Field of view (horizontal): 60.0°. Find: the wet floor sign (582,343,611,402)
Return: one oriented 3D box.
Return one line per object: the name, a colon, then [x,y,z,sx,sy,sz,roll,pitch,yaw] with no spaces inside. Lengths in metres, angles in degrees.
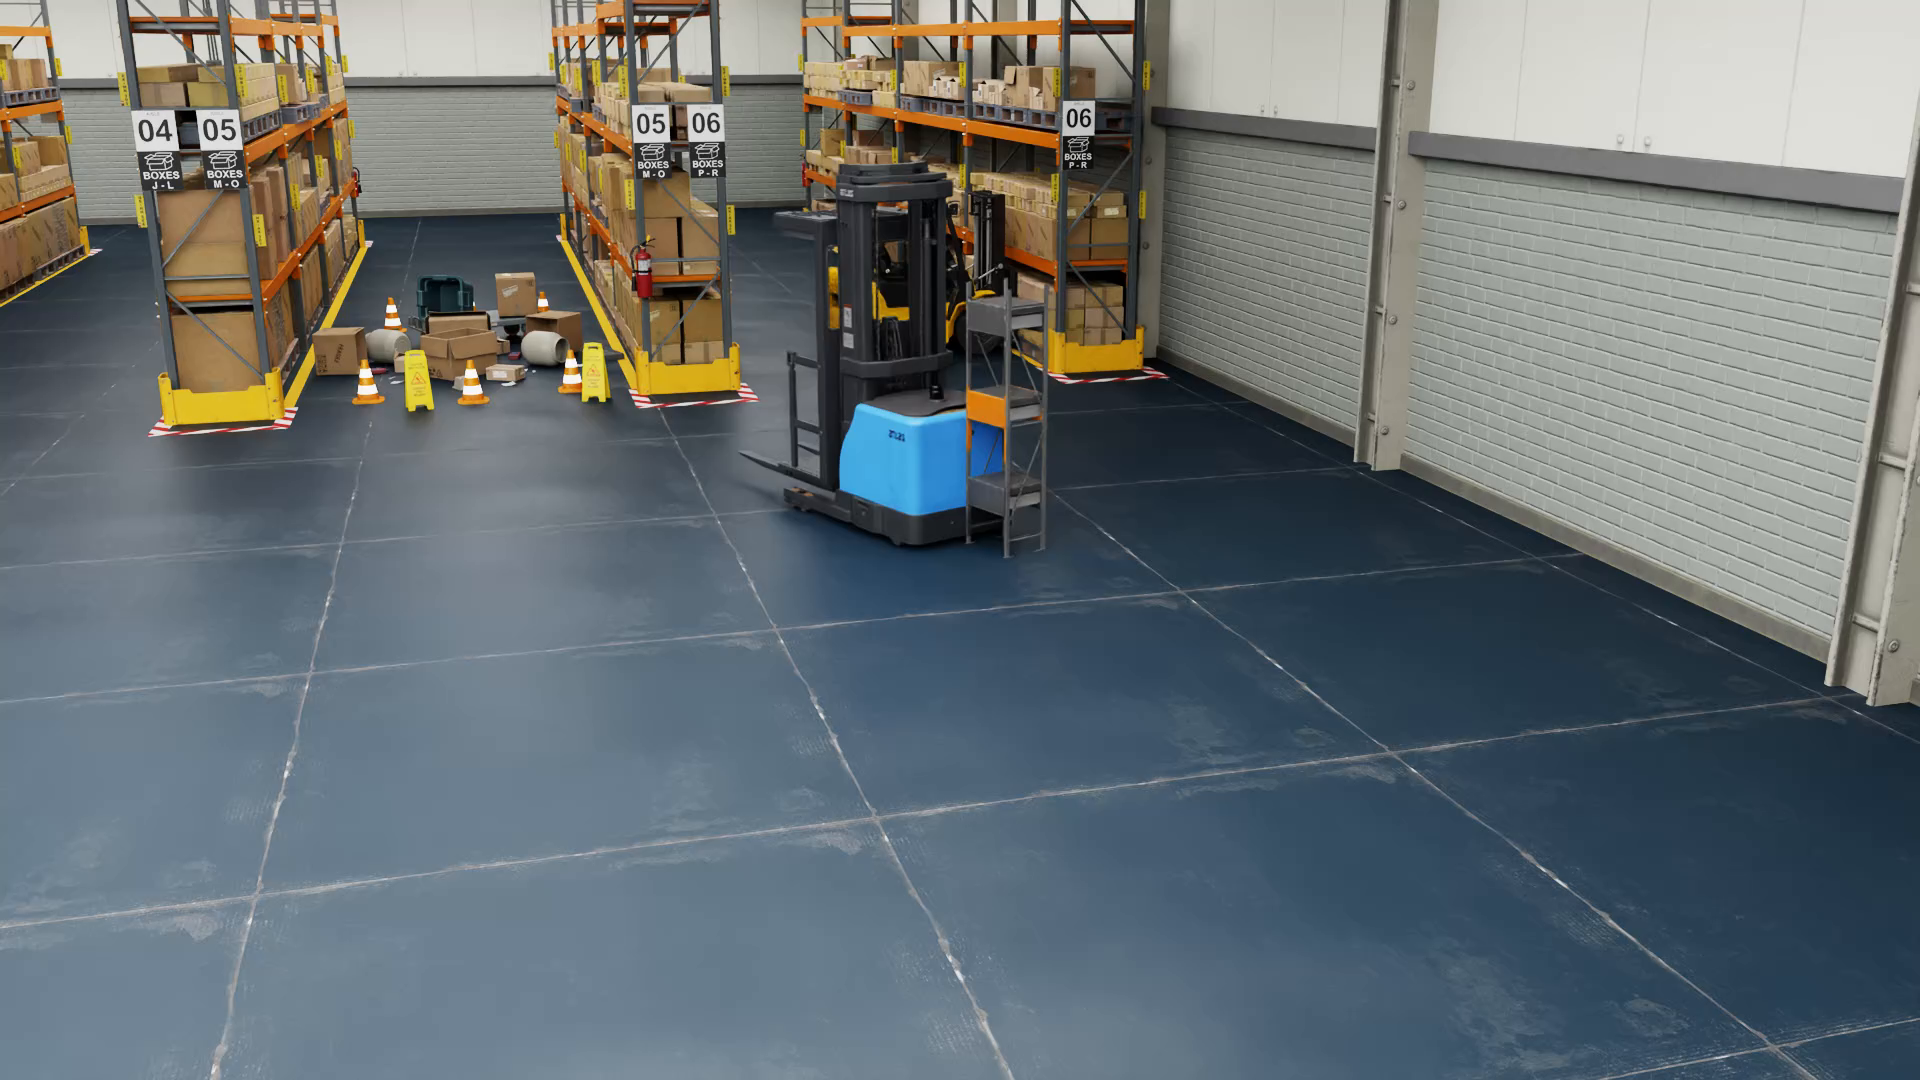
wet floor sign: [-4.091,-1.890,18.624,0.267,0.644,0.232,1,17,4]

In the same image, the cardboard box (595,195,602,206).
cardboard box: [-5.271,-5.106,24.944,0.380,0.149,0.250,-5,17,-15]

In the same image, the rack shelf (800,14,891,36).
rack shelf: [-2.191,-9.948,32.184,1.077,0.370,4.000,-5,17,-15]

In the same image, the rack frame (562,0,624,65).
rack frame: [-6.413,-9.348,28.929,1.000,3.000,0.127,-5,17,-15]

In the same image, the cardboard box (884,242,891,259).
cardboard box: [-0.992,-5.005,28.514,0.500,0.500,0.500,-5,17,-16]

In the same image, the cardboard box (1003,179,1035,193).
cardboard box: [0.790,-4.694,22.048,0.380,0.149,0.250,-5,17,-15]

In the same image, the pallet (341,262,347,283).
pallet: [-10.929,-4.504,28.081,1.003,0.211,1.213,-5,17,-15]

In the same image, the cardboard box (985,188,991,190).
cardboard box: [0.560,-4.689,22.547,0.380,0.149,0.250,-4,17,-14]

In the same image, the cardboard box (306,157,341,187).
cardboard box: [-11.038,-6.402,28.861,0.500,0.500,0.500,-5,17,-16]

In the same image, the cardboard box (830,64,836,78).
cardboard box: [-2.159,-8.875,31.443,0.500,0.250,0.500,-5,17,-16]

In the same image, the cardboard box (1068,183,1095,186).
cardboard box: [1.517,-4.527,21.491,0.380,0.149,0.250,-5,17,-17]

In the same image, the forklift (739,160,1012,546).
forklift: [-0.866,-1.719,14.080,1.130,2.935,3.031,-12,21,-36]

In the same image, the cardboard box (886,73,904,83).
cardboard box: [-1.013,-7.682,27.648,0.380,0.149,0.250,-5,18,-17]

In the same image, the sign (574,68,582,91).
sign: [-5.849,-7.049,25.453,0.100,0.325,0.005,-5,17,-15]

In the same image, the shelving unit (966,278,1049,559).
shelving unit: [0.361,-0.946,12.953,0.431,2.100,0.503,-12,21,-36]

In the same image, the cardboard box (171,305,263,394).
cardboard box: [-8.096,-2.102,18.198,0.875,0.875,0.875,-5,17,-15]

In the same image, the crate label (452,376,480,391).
crate label: [-5.723,-1.832,19.312,0.298,0.136,0.250,16,23,42]

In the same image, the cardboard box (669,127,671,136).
cardboard box: [-3.260,-4.870,19.673,0.380,0.149,0.250,-5,18,-17]

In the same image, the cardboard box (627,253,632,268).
cardboard box: [-3.749,-3.324,19.741,0.380,0.149,0.250,-4,17,-14]

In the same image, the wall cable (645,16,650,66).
wall cable: [-5.933,-12.292,38.665,2.988,3.039,0.133,-5,17,-15]

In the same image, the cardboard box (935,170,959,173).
cardboard box: [-0.208,-5.588,25.540,0.380,0.149,0.250,-5,17,-15]

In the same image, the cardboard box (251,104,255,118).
cardboard box: [-7.842,-4.631,17.974,0.380,0.149,0.250,-5,17,-15]

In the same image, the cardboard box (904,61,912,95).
cardboard box: [-0.577,-7.275,26.166,0.500,0.500,0.500,-5,17,-15]

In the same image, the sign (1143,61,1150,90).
sign: [2.192,-5.484,19.624,0.100,0.325,0.005,-5,17,-15]

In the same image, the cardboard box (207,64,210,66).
cardboard box: [-9.032,-5.521,19.552,0.380,0.149,0.250,-5,17,-16]

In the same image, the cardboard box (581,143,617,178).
cardboard box: [-5.707,-6.017,26.358,0.500,0.500,0.500,-5,17,-17]

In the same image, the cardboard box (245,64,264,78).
cardboard box: [-8.193,-5.364,19.029,0.380,0.149,0.250,-5,17,-16]

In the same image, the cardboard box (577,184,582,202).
cardboard box: [-6.148,-5.835,27.924,0.500,0.250,0.500,-5,17,-16]

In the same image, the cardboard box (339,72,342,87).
cardboard box: [-11.731,-8.517,30.770,0.500,0.250,0.500,-5,17,-17]

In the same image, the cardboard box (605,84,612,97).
cardboard box: [-4.231,-5.629,20.813,0.380,0.149,0.250,-5,17,-16]

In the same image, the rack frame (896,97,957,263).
rack frame: [-0.542,-5.761,27.418,1.000,3.000,0.127,-5,17,-15]

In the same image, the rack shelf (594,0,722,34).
rack shelf: [-3.665,-6.235,19.824,1.077,0.370,4.000,-5,17,-15]

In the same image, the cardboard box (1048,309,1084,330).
cardboard box: [1.222,-2.782,20.681,0.500,0.250,0.500,-5,17,-16]

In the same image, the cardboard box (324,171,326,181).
cardboard box: [-10.627,-5.967,27.292,0.380,0.149,0.250,-5,18,-17]

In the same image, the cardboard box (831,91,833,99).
cardboard box: [-2.262,-8.548,31.917,0.380,0.149,0.250,-4,17,-13]

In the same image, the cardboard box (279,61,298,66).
cardboard box: [-10.141,-7.144,25.301,0.396,0.266,0.258,-5,17,-15]

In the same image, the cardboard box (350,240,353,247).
cardboard box: [-11.474,-5.515,30.824,0.380,0.149,0.250,-4,17,-14]

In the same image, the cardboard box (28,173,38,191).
cardboard box: [-15.950,-6.050,28.123,0.500,0.250,0.500,-5,17,-16]

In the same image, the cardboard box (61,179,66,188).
cardboard box: [-16.485,-6.463,30.190,0.380,0.149,0.250,-5,17,-15]

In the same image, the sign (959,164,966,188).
sign: [0.038,-5.126,23.428,0.100,0.325,0.005,-5,17,-15]

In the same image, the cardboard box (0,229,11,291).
cardboard box: [-15.249,-4.208,25.209,1.225,0.875,0.875,-5,17,-15]

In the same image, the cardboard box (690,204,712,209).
cardboard box: [-3.265,-3.782,20.139,0.500,0.500,0.500,-5,17,-16]

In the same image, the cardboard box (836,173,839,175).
cardboard box: [-2.159,-6.956,31.832,0.380,0.149,0.250,-4,17,-14]

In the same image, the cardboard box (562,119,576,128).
cardboard box: [-7.295,-7.866,31.385,0.380,0.149,0.250,-5,17,-17]

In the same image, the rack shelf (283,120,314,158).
rack shelf: [-9.495,-5.488,22.543,1.077,0.370,4.000,-5,17,-15]

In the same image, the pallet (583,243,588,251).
pallet: [-6.546,-5.355,30.914,1.003,0.211,1.213,-5,17,-15]

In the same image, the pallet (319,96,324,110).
pallet: [-10.789,-6.936,26.441,1.213,0.211,1.003,-5,17,-15]

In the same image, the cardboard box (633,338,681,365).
cardboard box: [-3.602,-2.248,19.773,0.500,0.250,0.500,-5,17,-16]

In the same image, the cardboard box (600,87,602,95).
cardboard box: [-4.787,-6.259,23.392,0.500,0.250,0.500,-4,17,-15]

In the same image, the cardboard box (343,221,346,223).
cardboard box: [-11.544,-5.792,30.711,0.380,0.149,0.250,-5,18,-17]

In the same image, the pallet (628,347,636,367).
pallet: [-3.657,-2.405,21.092,1.003,0.211,1.213,-5,17,-15]

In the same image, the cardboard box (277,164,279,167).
cardboard box: [-9.231,-4.648,21.800,0.700,0.500,0.500,-5,17,-16]
